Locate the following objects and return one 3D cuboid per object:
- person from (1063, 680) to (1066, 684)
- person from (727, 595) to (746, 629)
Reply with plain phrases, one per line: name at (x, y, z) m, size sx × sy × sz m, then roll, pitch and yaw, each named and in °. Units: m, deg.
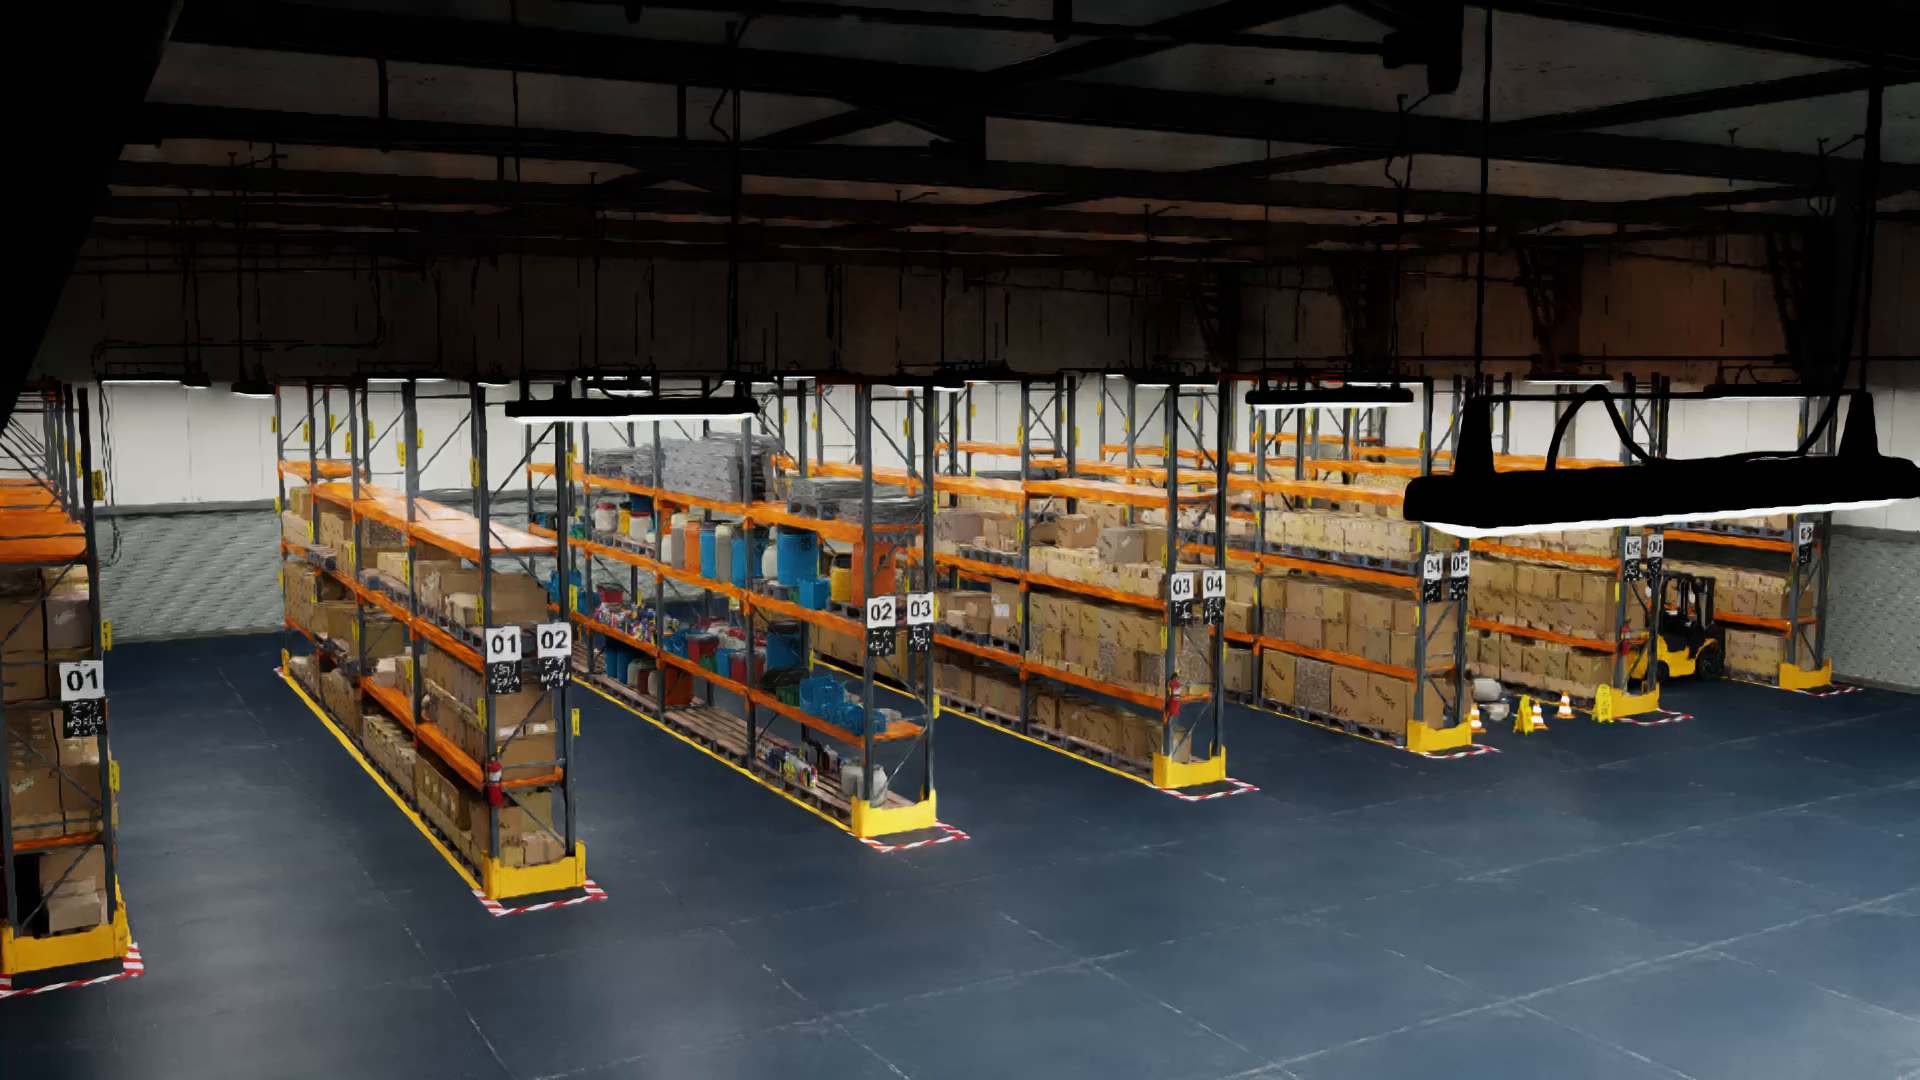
person at (2.289, 1.958, 32.105) m, size 0.713 × 1.749 × 0.686 m, roll -3°, pitch 7°, yaw -26°
person at (-4.881, 1.493, 36.164) m, size 0.582 × 1.753 × 0.750 m, roll -3°, pitch 7°, yaw -27°
